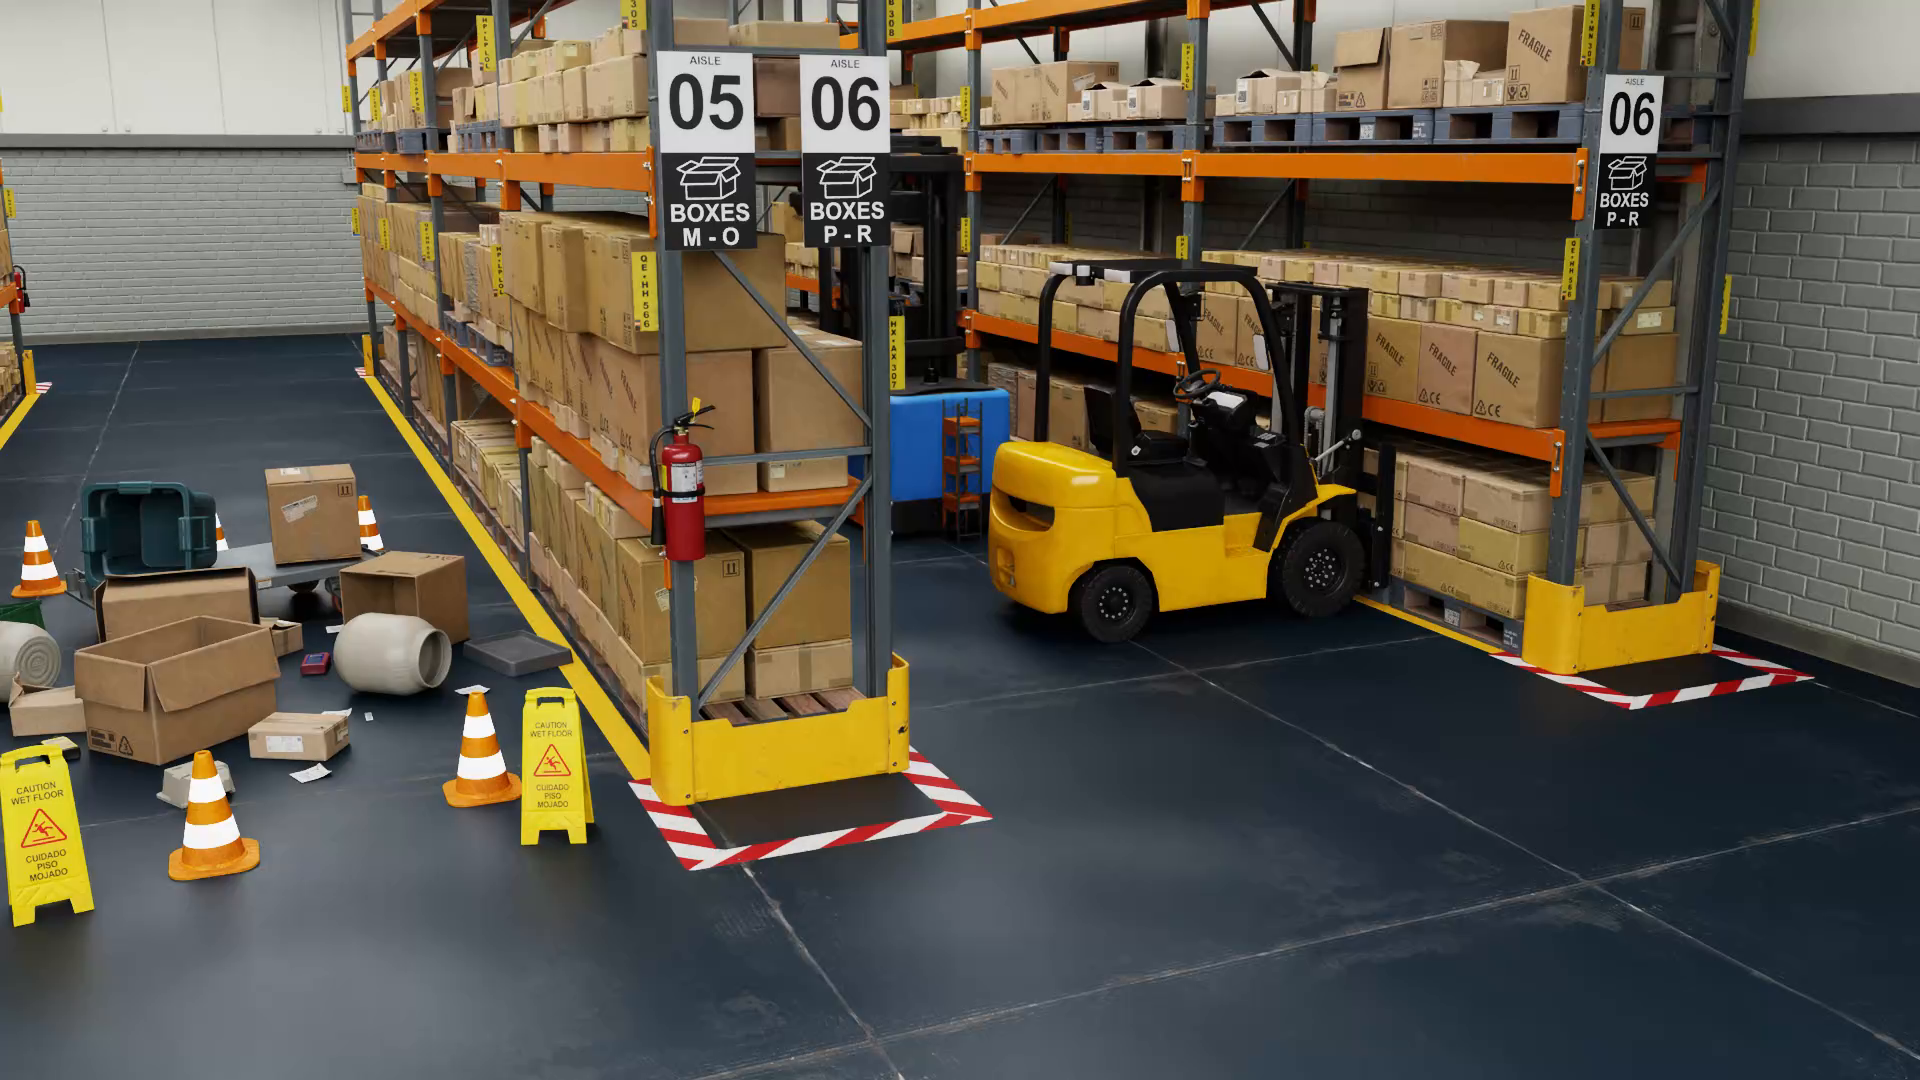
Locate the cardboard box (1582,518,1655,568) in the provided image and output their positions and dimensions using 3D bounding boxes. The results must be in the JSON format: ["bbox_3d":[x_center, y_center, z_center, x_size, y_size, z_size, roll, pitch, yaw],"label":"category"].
[{"bbox_3d":[3.759,-0.032,9.915,0.500,0.250,0.500,-5,14,-22],"label":"cardboard box"}]

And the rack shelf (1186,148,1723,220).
[{"bbox_3d":[2.956,-2.332,10.736,1.077,0.370,4.000,-6,14,-23],"label":"rack shelf"}]

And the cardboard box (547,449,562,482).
[{"bbox_3d":[-2.200,-0.448,9.718,0.380,0.149,0.250,-5,14,-21],"label":"cardboard box"}]

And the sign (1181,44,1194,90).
[{"bbox_3d":[1.661,-3.450,12.126,0.100,0.325,0.005,-6,14,-23],"label":"sign"}]

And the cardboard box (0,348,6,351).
[{"bbox_3d":[-10.936,-2.057,18.677,0.380,0.149,0.250,-6,14,-25],"label":"cardboard box"}]

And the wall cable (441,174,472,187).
[{"bbox_3d":[-8.184,-5.453,27.024,0.588,1.984,0.122,-6,14,-23],"label":"wall cable"}]

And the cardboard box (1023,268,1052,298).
[{"bbox_3d":[0.899,-2.304,14.897,0.500,0.250,0.500,-6,14,-24],"label":"cardboard box"}]

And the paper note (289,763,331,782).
[{"bbox_3d":[-2.992,1.072,7.669,0.148,0.019,0.142,-12,18,-42],"label":"paper note"}]

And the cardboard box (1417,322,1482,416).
[{"bbox_3d":[3.120,-1.043,10.000,0.500,0.500,0.500,-5,14,-21],"label":"cardboard box"}]

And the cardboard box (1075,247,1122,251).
[{"bbox_3d":[1.285,-2.629,15.417,0.380,0.149,0.250,-6,14,-24],"label":"cardboard box"}]

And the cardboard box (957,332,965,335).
[{"bbox_3d":[-0.007,-2.221,18.489,0.380,0.149,0.250,-6,14,-25],"label":"cardboard box"}]

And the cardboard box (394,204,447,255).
[{"bbox_3d":[-5.455,-3.154,16.907,0.500,0.500,0.500,-6,14,-23],"label":"cardboard box"}]

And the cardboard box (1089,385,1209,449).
[{"bbox_3d":[1.631,-0.950,14.156,0.875,0.625,0.625,-6,14,-24],"label":"cardboard box"}]

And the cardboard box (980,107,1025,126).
[{"bbox_3d":[0.414,-3.962,15.549,0.380,0.166,0.250,-6,14,-23],"label":"cardboard box"}]

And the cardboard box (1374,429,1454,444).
[{"bbox_3d":[3.145,-0.590,11.216,0.500,0.250,0.500,-6,14,-24],"label":"cardboard box"}]

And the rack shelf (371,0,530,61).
[{"bbox_3d":[-4.795,-4.802,15.644,1.077,0.370,4.000,-6,14,-23],"label":"rack shelf"}]

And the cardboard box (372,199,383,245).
[{"bbox_3d":[-6.447,-3.656,19.076,0.500,0.500,0.500,-5,14,-22],"label":"cardboard box"}]

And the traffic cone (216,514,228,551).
[{"bbox_3d":[-5.204,-0.049,11.553,0.336,0.463,0.334,-6,14,-23],"label":"traffic cone"}]

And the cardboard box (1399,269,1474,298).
[{"bbox_3d":[2.926,-1.574,10.199,0.380,0.149,0.250,-5,14,-22],"label":"cardboard box"}]

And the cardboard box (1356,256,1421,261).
[{"bbox_3d":[2.983,-1.895,11.584,0.380,0.149,0.250,-6,14,-24],"label":"cardboard box"}]

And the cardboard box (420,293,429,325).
[{"bbox_3d":[-4.654,-2.124,15.226,0.500,0.250,0.500,-5,14,-22],"label":"cardboard box"}]

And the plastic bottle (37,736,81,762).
[{"bbox_3d":[-4.314,0.994,7.941,0.133,0.061,0.283,-12,18,-42],"label":"plastic bottle"}]

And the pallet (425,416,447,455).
[{"bbox_3d":[-4.726,-1.074,16.544,1.003,0.211,1.213,-6,14,-23],"label":"pallet"}]

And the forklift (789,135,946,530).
[{"bbox_3d":[-0.698,-1.756,13.459,1.121,2.935,3.031,-6,14,-25],"label":"forklift"}]

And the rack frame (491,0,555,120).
[{"bbox_3d":[-2.392,-4.108,10.162,1.000,3.000,0.127,-6,14,-23],"label":"rack frame"}]

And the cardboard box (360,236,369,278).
[{"bbox_3d":[-7.270,-3.588,20.998,0.500,0.500,0.500,-6,14,-23],"label":"cardboard box"}]

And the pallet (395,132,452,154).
[{"bbox_3d":[-4.752,-3.740,15.643,1.003,0.211,1.213,-5,14,-20],"label":"pallet"}]

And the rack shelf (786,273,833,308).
[{"bbox_3d":[-1.851,-3.350,21.786,1.077,0.370,4.000,-6,14,-23],"label":"rack shelf"}]

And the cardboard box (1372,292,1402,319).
[{"bbox_3d":[2.825,-1.482,10.459,0.380,0.149,0.250,-6,14,-23],"label":"cardboard box"}]

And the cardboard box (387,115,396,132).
[{"bbox_3d":[-5.410,-4.097,16.354,0.380,0.166,0.250,-7,15,-27],"label":"cardboard box"}]

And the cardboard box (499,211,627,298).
[{"bbox_3d":[-2.414,-1.755,10.203,0.700,0.500,0.500,-6,14,-24],"label":"cardboard box"}]

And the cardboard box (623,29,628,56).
[{"bbox_3d":[-1.264,-2.186,7.300,0.380,0.149,0.250,-5,14,-22],"label":"cardboard box"}]

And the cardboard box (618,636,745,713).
[{"bbox_3d":[-1.370,0.629,8.168,0.500,0.250,0.500,-6,14,-23],"label":"cardboard box"}]

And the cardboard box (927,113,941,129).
[{"bbox_3d":[-0.118,-4.254,16.894,0.380,0.149,0.250,-6,14,-23],"label":"cardboard box"}]

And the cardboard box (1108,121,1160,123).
[{"bbox_3d":[1.475,-3.629,14.108,0.380,0.166,0.250,-6,14,-23],"label":"cardboard box"}]

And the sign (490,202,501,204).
[{"bbox_3d":[-7.630,-5.427,27.334,0.339,0.242,0.001,-6,14,-23],"label":"sign"}]

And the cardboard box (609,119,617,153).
[{"bbox_3d":[-1.394,-1.853,7.627,0.380,0.149,0.250,-5,14,-21],"label":"cardboard box"}]

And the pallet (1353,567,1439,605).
[{"bbox_3d":[2.927,0.145,11.276,1.003,0.211,1.213,-6,14,-23],"label":"pallet"}]

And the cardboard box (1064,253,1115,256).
[{"bbox_3d":[1.129,-2.422,14.523,0.380,0.149,0.250,-6,14,-23],"label":"cardboard box"}]

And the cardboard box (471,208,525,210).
[{"bbox_3d":[-4.369,-2.881,15.727,0.500,0.500,0.500,-5,14,-21],"label":"cardboard box"}]

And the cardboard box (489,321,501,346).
[{"bbox_3d":[-3.077,-1.455,11.629,0.380,0.149,0.250,-6,14,-24],"label":"cardboard box"}]

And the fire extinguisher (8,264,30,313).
[{"bbox_3d":[-11.372,-3.071,19.984,0.296,0.674,0.183,-6,14,-23],"label":"fire extinguisher"}]

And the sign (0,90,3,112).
[{"bbox_3d":[-11.177,-5.135,19.289,0.100,0.325,0.005,-6,14,-23],"label":"sign"}]

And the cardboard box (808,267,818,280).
[{"bbox_3d":[-1.660,-3.311,20.581,0.380,0.149,0.250,-5,14,-22],"label":"cardboard box"}]

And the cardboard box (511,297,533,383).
[{"bbox_3d":[-2.471,-1.263,10.292,0.500,0.500,0.500,-6,14,-23],"label":"cardboard box"}]

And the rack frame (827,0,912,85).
[{"bbox_3d":[-1.050,-6.210,19.244,1.000,3.000,0.127,-6,14,-23],"label":"rack frame"}]

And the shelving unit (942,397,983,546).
[{"bbox_3d":[0.018,-0.505,12.225,0.215,1.050,0.252,-6,14,-25],"label":"shelving unit"}]

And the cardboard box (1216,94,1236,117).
[{"bbox_3d":[2.056,-3.106,11.891,0.380,0.149,0.250,-5,14,-22],"label":"cardboard box"}]

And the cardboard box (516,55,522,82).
[{"bbox_3d":[-2.337,-2.712,9.570,0.380,0.149,0.250,-6,14,-25],"label":"cardboard box"}]

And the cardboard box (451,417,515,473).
[{"bbox_3d":[-3.777,-0.818,14.150,0.950,0.372,0.625,-7,15,-27],"label":"cardboard box"}]

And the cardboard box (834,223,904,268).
[{"bbox_3d":[-1.061,-3.420,19.342,0.700,0.500,0.500,-5,14,-22],"label":"cardboard box"}]

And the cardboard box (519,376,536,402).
[{"bbox_3d":[-2.560,-0.969,10.460,0.380,0.149,0.250,-6,14,-23],"label":"cardboard box"}]
